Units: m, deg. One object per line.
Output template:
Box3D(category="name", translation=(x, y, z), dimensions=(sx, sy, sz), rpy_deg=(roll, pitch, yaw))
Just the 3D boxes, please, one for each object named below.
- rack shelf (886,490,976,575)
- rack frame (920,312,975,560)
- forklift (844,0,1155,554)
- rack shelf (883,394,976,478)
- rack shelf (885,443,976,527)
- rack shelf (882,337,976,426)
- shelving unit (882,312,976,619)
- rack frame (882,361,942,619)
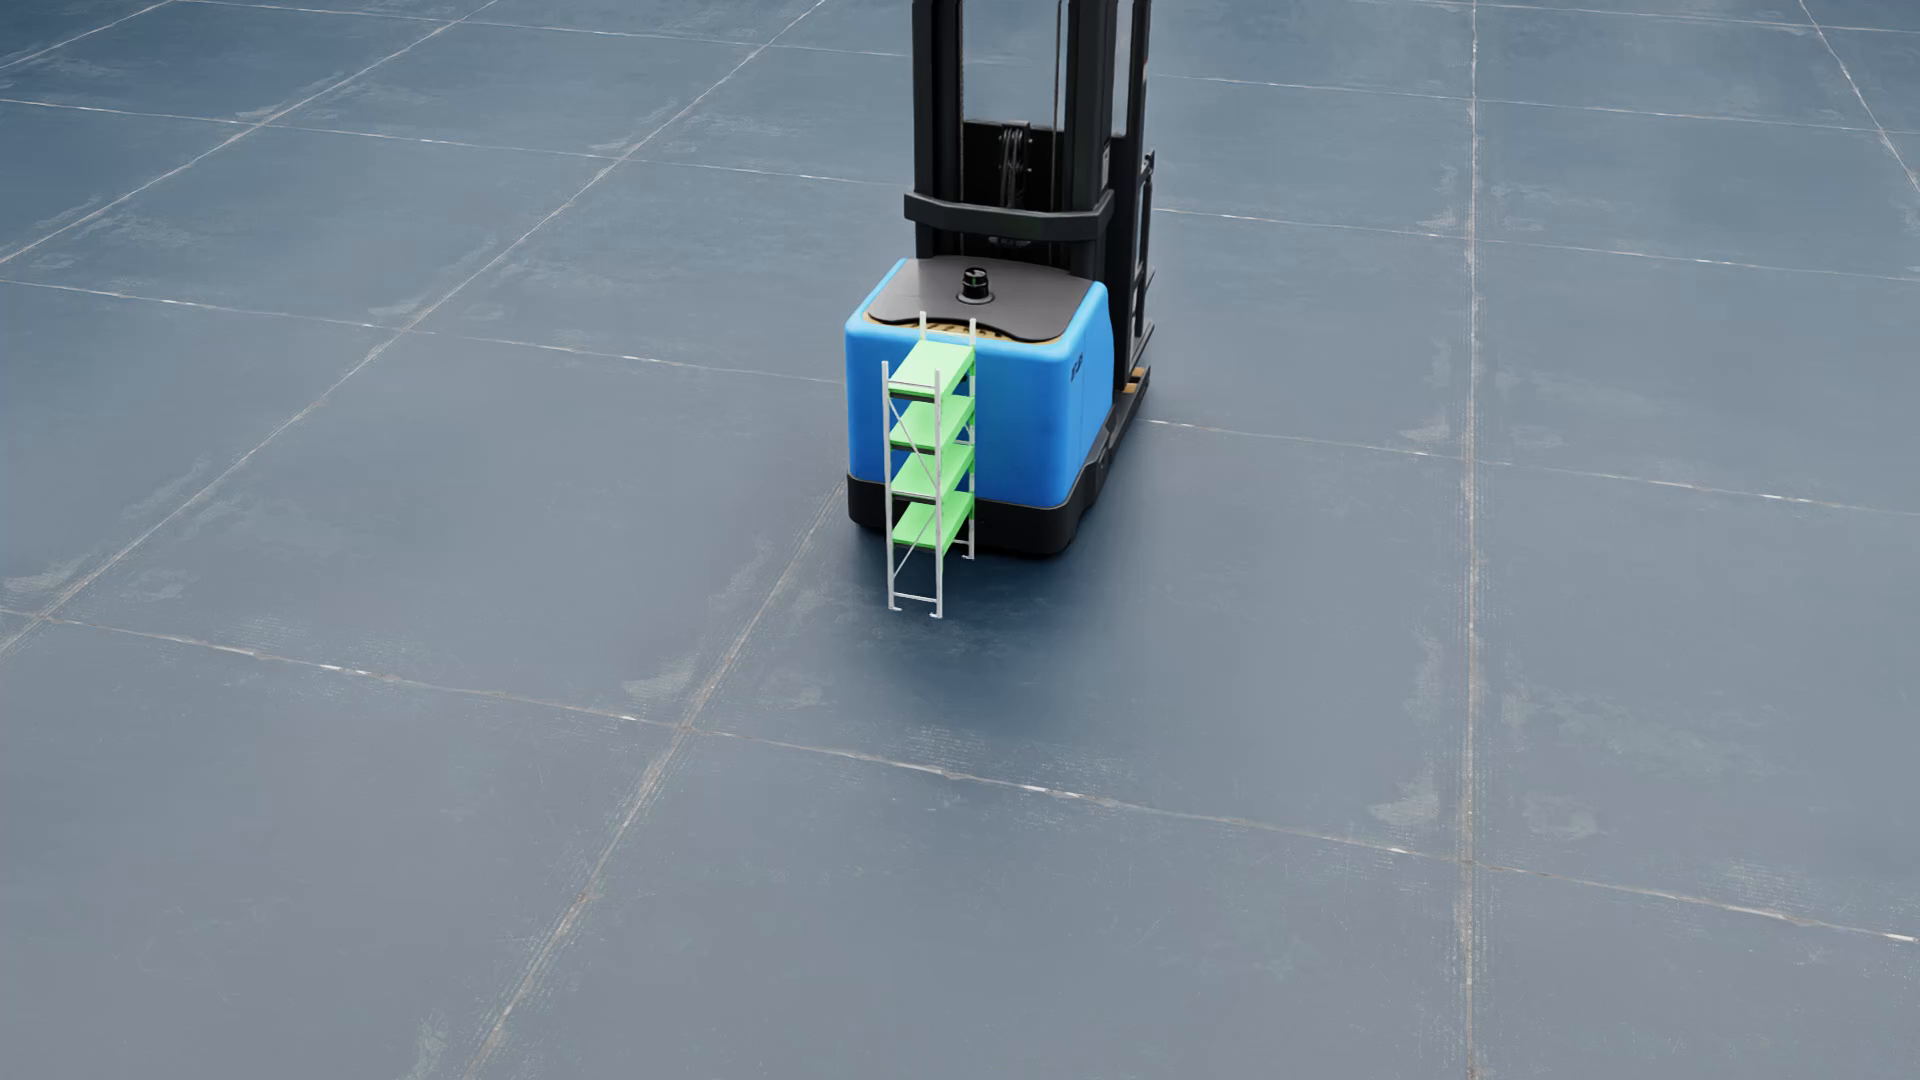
Box3D(category="rack shelf", translation=(-0.123, -0.055, 7.285), dimensions=(0.258, 0.148, 0.480), rpy_deg=(9, 34, 14))
Box3D(category="rack frame", translation=(-0.052, -0.437, 7.319), dimensions=(0.240, 1.200, 0.015), rpy_deg=(9, 34, 14))
Box3D(category="forklift", translation=(0.393, -1.956, 8.095), dimensions=(1.130, 2.935, 3.031), rpy_deg=(9, 34, 14))
Box3D(category="rack shelf", translation=(-0.123, -0.460, 7.028), dimensions=(0.258, 0.148, 0.480), rpy_deg=(9, 34, 14))
Box3D(category="rack shelf", translation=(-0.123, -0.258, 7.156), dimensions=(0.258, 0.148, 0.480), rpy_deg=(9, 34, 14))
Box3D(category="rack shelf", translation=(-0.123, -0.663, 6.899), dimensions=(0.258, 0.148, 0.480), rpy_deg=(9, 34, 14))
Box3D(category="shelving unit", translation=(-0.123, -0.312, 7.122), dimensions=(0.258, 1.200, 0.503), rpy_deg=(9, 34, 14))
Box3D(category="rack frame", translation=(-0.194, -0.187, 6.925), dimensions=(0.240, 1.200, 0.015), rpy_deg=(9, 34, 14))
